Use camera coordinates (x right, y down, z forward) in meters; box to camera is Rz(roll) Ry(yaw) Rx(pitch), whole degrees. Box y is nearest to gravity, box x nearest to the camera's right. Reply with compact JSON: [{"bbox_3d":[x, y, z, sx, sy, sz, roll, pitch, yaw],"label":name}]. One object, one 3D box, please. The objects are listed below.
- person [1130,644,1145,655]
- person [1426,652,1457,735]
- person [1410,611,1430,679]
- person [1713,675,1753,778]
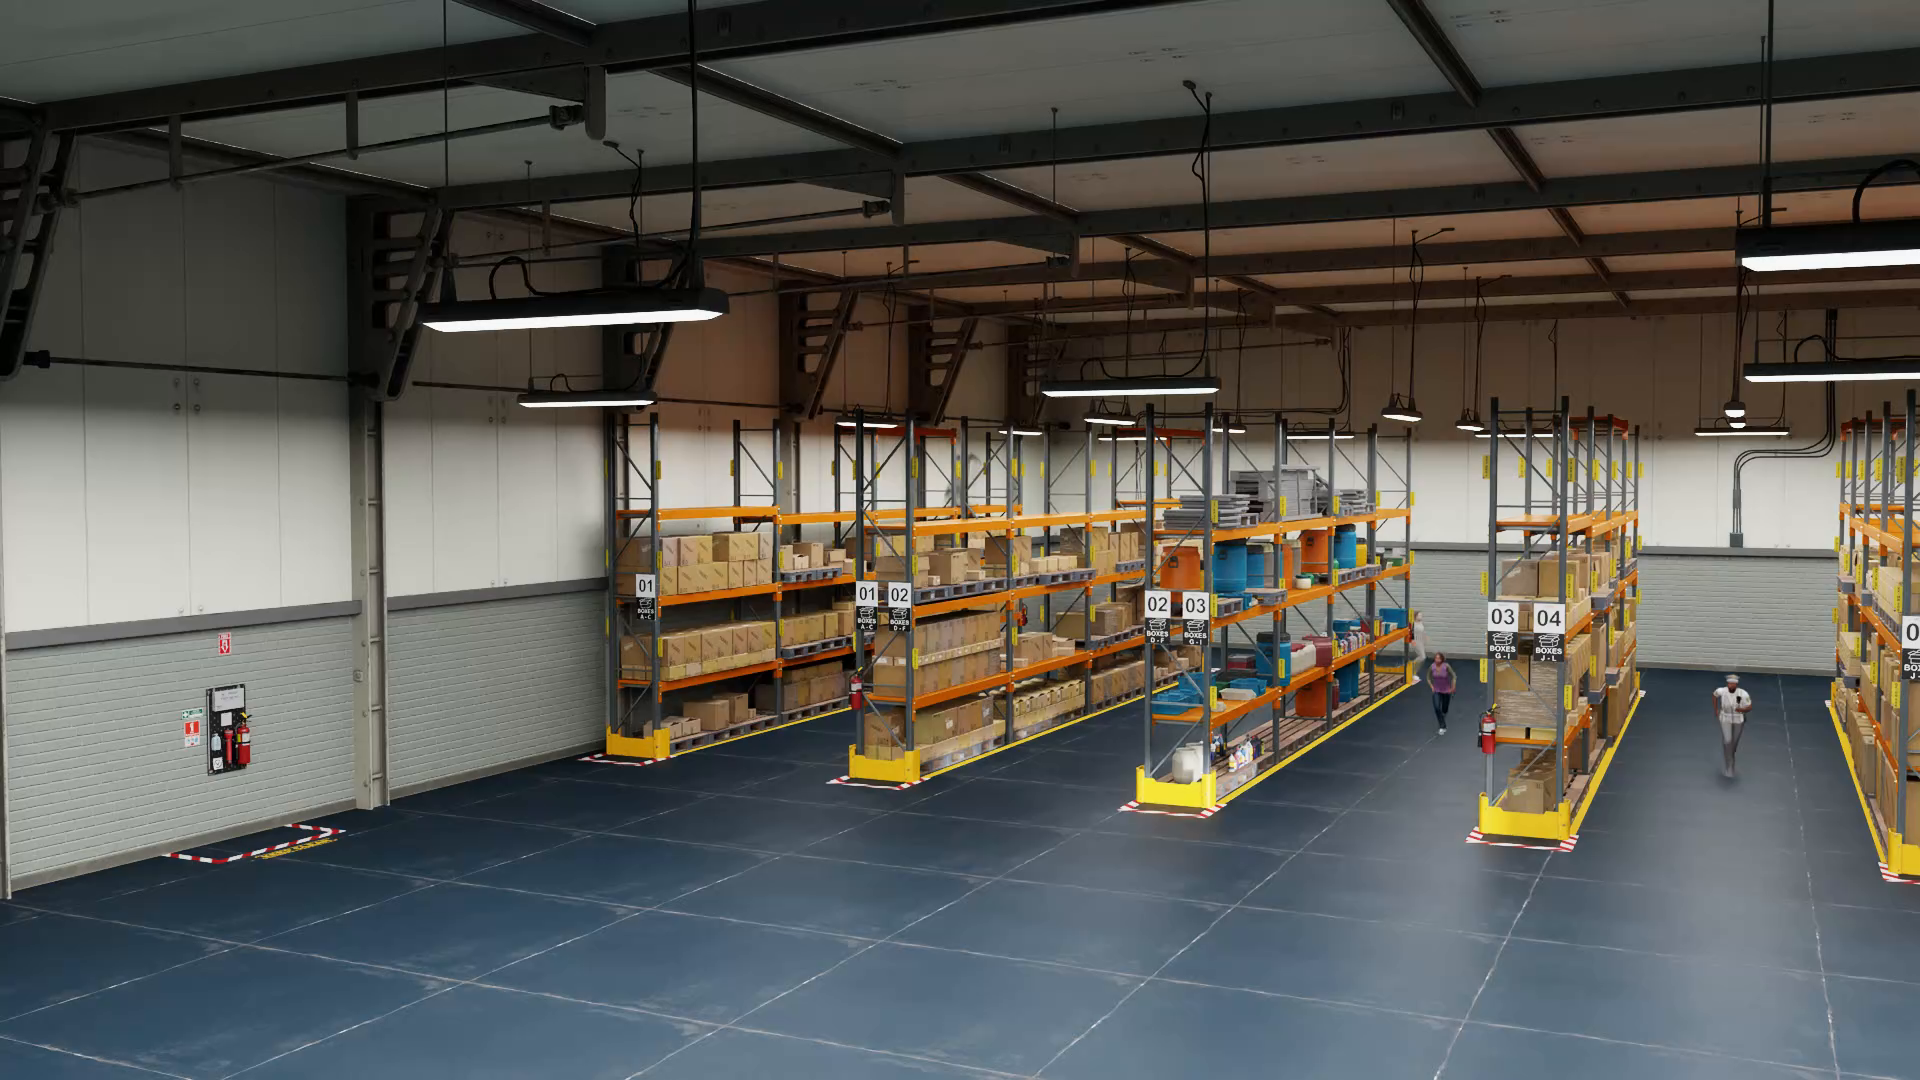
[{"bbox_3d":[4.816,2.394,43.390,0.922,1.596,0.731,2,3,37],"label":"person"},{"bbox_3d":[9.203,2.911,31.784,0.565,1.567,0.676,1,3,23],"label":"person"},{"bbox_3d":[10.988,2.511,39.894,0.515,1.639,0.578,2,3,42],"label":"person"},{"bbox_3d":[12.727,3.032,27.424,0.576,1.699,0.946,1,3,19],"label":"person"}]
